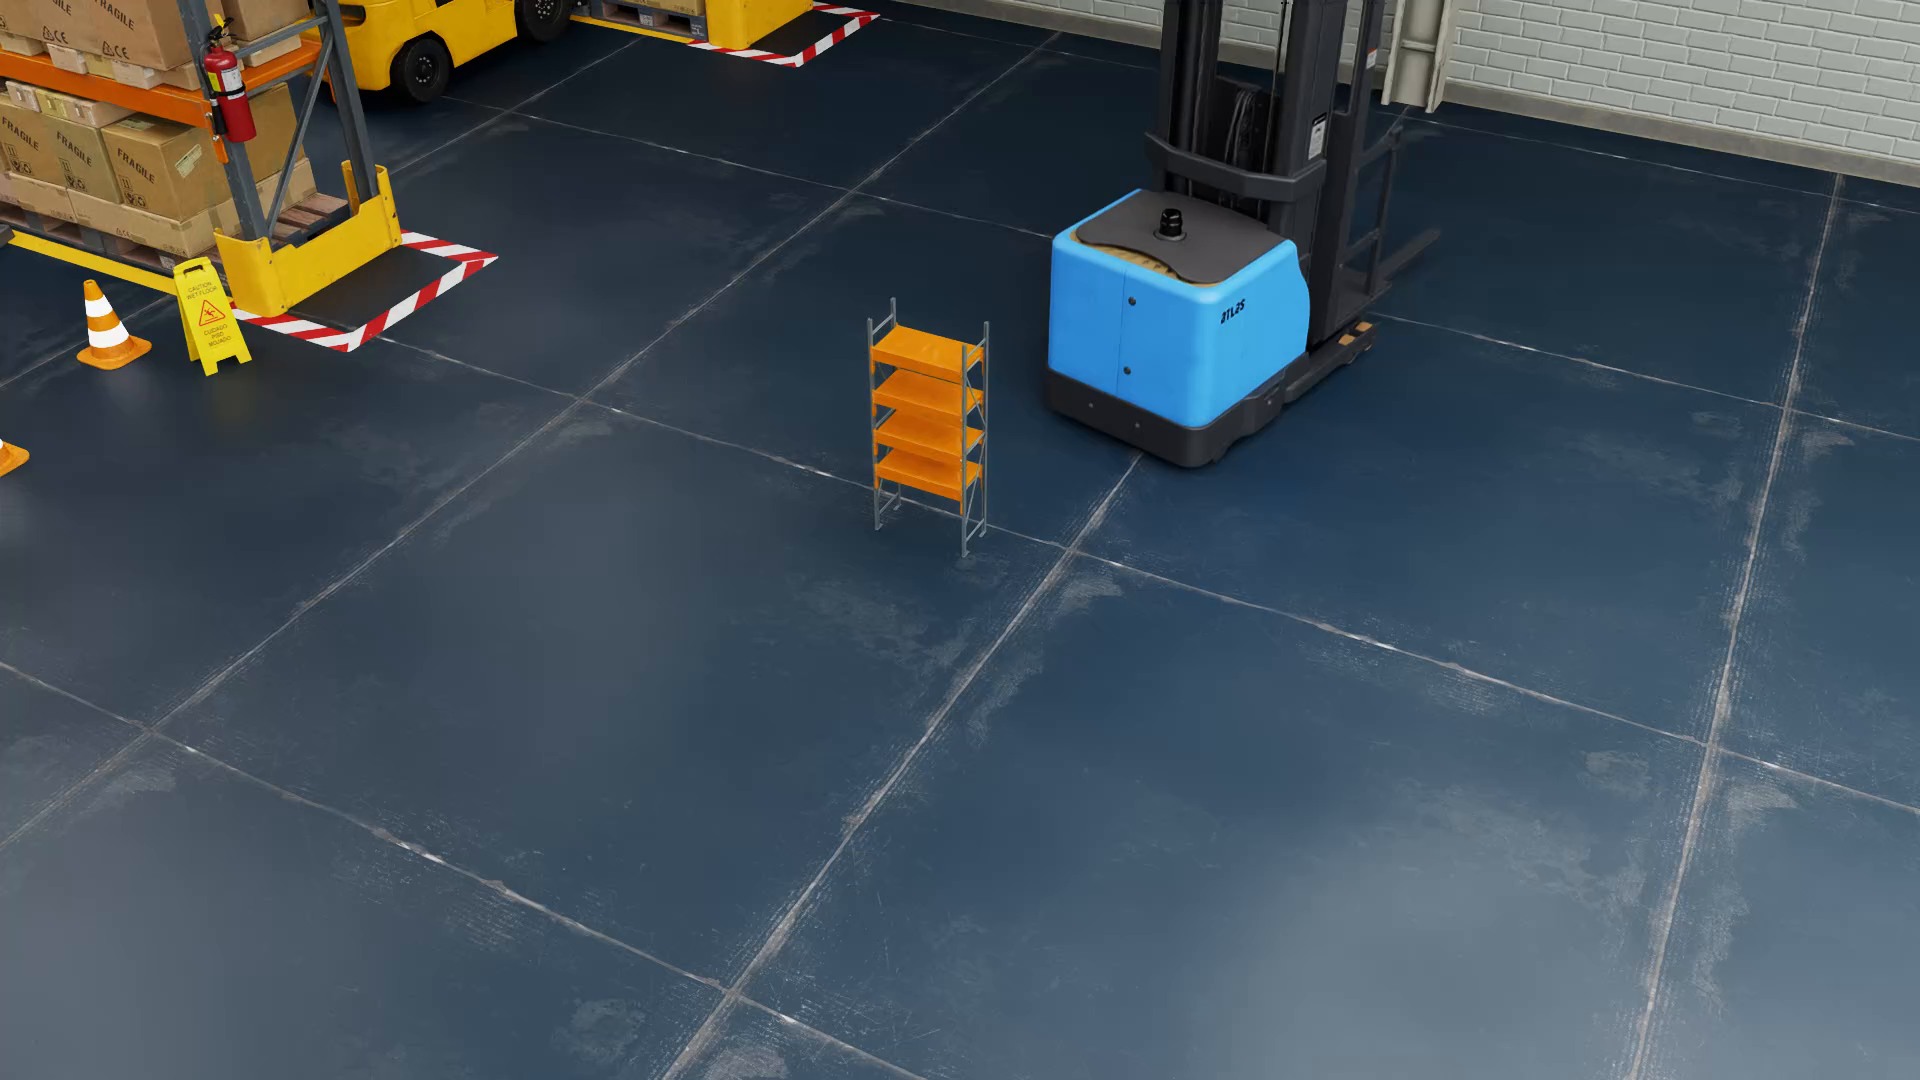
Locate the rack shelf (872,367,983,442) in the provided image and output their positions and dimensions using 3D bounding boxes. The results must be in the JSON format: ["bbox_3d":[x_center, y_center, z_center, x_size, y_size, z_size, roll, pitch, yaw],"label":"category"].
[{"bbox_3d":[-0.147,-0.649,7.873,0.480,0.148,0.258,17,41,21],"label":"rack shelf"}]

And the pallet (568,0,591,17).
[{"bbox_3d":[-3.459,-4.949,14.614,1.213,0.211,1.003,17,41,21],"label":"pallet"}]

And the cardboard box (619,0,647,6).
[{"bbox_3d":[-2.681,-4.706,13.915,0.500,0.250,0.500,17,41,21],"label":"cardboard box"}]

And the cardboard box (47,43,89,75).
[{"bbox_3d":[-5.128,-2.901,9.819,0.250,0.149,0.380,18,41,22],"label":"cardboard box"}]

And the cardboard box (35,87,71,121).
[{"bbox_3d":[-5.371,-2.713,10.133,0.250,0.149,0.380,18,41,22],"label":"cardboard box"}]

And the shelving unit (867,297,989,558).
[{"bbox_3d":[-0.147,-0.524,7.968,0.503,1.200,0.258,17,41,21],"label":"shelving unit"}]

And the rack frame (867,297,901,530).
[{"bbox_3d":[-0.364,-0.592,8.057,0.015,1.200,0.240,17,41,21],"label":"rack frame"}]

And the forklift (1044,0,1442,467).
[{"bbox_3d":[1.797,-2.363,8.959,1.130,2.935,3.031,27,45,31],"label":"forklift"}]

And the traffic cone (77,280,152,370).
[{"bbox_3d":[-4.936,-1.280,9.573,0.334,0.463,0.336,17,41,21],"label":"traffic cone"}]

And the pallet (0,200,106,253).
[{"bbox_3d":[-5.813,-2.359,11.202,1.213,0.211,1.003,17,41,21],"label":"pallet"}]

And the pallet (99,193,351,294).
[{"bbox_3d":[-4.734,-2.019,10.754,1.213,0.211,1.003,17,41,21],"label":"pallet"}]

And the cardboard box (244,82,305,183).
[{"bbox_3d":[-4.572,-2.613,10.538,0.500,0.500,0.500,16,40,20],"label":"cardboard box"}]

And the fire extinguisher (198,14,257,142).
[{"bbox_3d":[-4.071,-2.553,9.216,0.183,0.674,0.296,17,41,21],"label":"fire extinguisher"}]

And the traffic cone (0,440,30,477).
[{"bbox_3d":[-5.145,-0.589,8.663,0.334,0.463,0.336,17,41,21],"label":"traffic cone"}]

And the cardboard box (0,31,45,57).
[{"bbox_3d":[-5.560,-3.070,10.042,0.250,0.149,0.380,17,40,21],"label":"cardboard box"}]

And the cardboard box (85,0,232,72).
[{"bbox_3d":[-4.570,-3.025,9.445,0.500,0.500,0.500,17,40,21],"label":"cardboard box"}]

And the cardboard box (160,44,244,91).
[{"bbox_3d":[-4.392,-2.752,9.623,0.250,0.149,0.380,19,41,23],"label":"cardboard box"}]

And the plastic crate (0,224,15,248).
[{"bbox_3d":[-6.496,-1.936,10.754,0.583,0.080,0.402,4,37,6],"label":"plastic crate"}]

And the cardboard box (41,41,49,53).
[{"bbox_3d":[-5.291,-3.048,10.012,0.250,0.149,0.380,18,41,22],"label":"cardboard box"}]

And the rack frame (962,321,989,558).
[{"bbox_3d":[0.070,-0.456,7.878,0.015,1.200,0.240,17,41,21],"label":"rack frame"}]

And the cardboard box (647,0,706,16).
[{"bbox_3d":[-2.244,-4.562,13.726,0.500,0.250,0.500,18,41,22],"label":"cardboard box"}]

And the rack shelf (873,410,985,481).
[{"bbox_3d":[-0.147,-0.470,8.008,0.480,0.148,0.258,17,41,21],"label":"rack shelf"}]

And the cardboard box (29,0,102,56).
[{"bbox_3d":[-5.012,-3.166,9.631,0.500,0.500,0.500,17,41,22],"label":"cardboard box"}]

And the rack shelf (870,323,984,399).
[{"bbox_3d":[-0.147,-0.837,7.730,0.480,0.148,0.258,17,41,21],"label":"rack shelf"}]

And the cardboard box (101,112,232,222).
[{"bbox_3d":[-4.792,-2.317,10.148,0.500,0.500,0.500,18,41,22],"label":"cardboard box"}]

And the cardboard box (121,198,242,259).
[{"bbox_3d":[-4.824,-2.022,10.380,0.500,0.250,0.500,17,40,21],"label":"cardboard box"}]

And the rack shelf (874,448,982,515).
[{"bbox_3d":[-0.147,-0.312,8.128,0.480,0.148,0.258,17,41,21],"label":"rack shelf"}]

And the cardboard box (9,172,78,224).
[{"bbox_3d":[-5.726,-2.306,10.754,0.500,0.250,0.500,16,40,20],"label":"cardboard box"}]

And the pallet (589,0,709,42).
[{"bbox_3d":[-2.380,-4.609,14.167,1.213,0.211,1.003,17,41,21],"label":"pallet"}]

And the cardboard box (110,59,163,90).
[{"bbox_3d":[-4.668,-2.763,9.637,0.250,0.149,0.380,17,40,21],"label":"cardboard box"}]

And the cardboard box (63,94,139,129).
[{"bbox_3d":[-5.149,-2.641,10.038,0.250,0.149,0.380,19,41,23],"label":"cardboard box"}]

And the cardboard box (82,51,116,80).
[{"bbox_3d":[-4.885,-2.846,9.746,0.250,0.149,0.380,17,40,21],"label":"cardboard box"}]

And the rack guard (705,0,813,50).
[{"bbox_3d":[-1.660,-4.527,13.820,0.348,0.500,1.175,17,41,21],"label":"rack guard"}]

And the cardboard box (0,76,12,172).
[{"bbox_3d":[-6.173,-2.750,10.718,0.500,0.500,0.500,20,41,24],"label":"cardboard box"}]

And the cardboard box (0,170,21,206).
[{"bbox_3d":[-6.162,-2.450,10.943,0.500,0.250,0.500,17,40,21],"label":"cardboard box"}]

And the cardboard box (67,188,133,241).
[{"bbox_3d":[-5.259,-2.164,10.566,0.500,0.250,0.500,18,41,22],"label":"cardboard box"}]

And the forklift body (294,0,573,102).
[{"bbox_3d":[-4.205,-4.739,12.734,1.214,2.155,2.313,17,41,21],"label":"forklift body"}]

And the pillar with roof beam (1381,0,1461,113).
[{"bbox_3d":[1.463,-4.617,6.909,0.400,9.000,9.100,17,41,21],"label":"pillar with roof beam"}]

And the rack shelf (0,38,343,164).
[{"bbox_3d":[-5.737,-3.133,10.511,4.000,0.370,1.077,17,41,21],"label":"rack shelf"}]

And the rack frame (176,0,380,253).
[{"bbox_3d":[-3.961,-2.863,9.561,0.127,3.000,1.000,17,41,21],"label":"rack frame"}]

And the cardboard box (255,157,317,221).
[{"bbox_3d":[-4.550,-2.308,10.756,0.500,0.250,0.500,17,40,21],"label":"cardboard box"}]

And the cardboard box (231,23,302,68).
[{"bbox_3d":[-4.168,-2.969,9.908,0.250,0.149,0.380,18,41,22],"label":"cardboard box"}]

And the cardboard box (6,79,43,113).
[{"bbox_3d":[-5.604,-2.787,10.230,0.250,0.149,0.380,19,41,23],"label":"cardboard box"}]

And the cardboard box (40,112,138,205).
[{"bbox_3d":[-5.257,-2.460,10.336,0.500,0.500,0.500,19,41,23],"label":"cardboard box"}]

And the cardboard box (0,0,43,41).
[{"bbox_3d":[-5.455,-3.307,9.817,0.500,0.500,0.500,17,40,21],"label":"cardboard box"}]

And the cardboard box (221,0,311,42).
[{"bbox_3d":[-4.254,-3.302,9.810,0.500,0.500,0.500,17,40,21],"label":"cardboard box"}]

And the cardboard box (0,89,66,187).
[{"bbox_3d":[-5.702,-2.604,10.526,0.500,0.500,0.500,16,40,20],"label":"cardboard box"}]

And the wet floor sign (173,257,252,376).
[{"bbox_3d":[-4.284,-1.298,9.446,0.267,0.644,0.232,-29,46,-33],"label":"wet floor sign"}]

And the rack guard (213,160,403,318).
[{"bbox_3d":[-4.029,-1.889,10.344,0.348,0.500,1.175,17,41,21],"label":"rack guard"}]
